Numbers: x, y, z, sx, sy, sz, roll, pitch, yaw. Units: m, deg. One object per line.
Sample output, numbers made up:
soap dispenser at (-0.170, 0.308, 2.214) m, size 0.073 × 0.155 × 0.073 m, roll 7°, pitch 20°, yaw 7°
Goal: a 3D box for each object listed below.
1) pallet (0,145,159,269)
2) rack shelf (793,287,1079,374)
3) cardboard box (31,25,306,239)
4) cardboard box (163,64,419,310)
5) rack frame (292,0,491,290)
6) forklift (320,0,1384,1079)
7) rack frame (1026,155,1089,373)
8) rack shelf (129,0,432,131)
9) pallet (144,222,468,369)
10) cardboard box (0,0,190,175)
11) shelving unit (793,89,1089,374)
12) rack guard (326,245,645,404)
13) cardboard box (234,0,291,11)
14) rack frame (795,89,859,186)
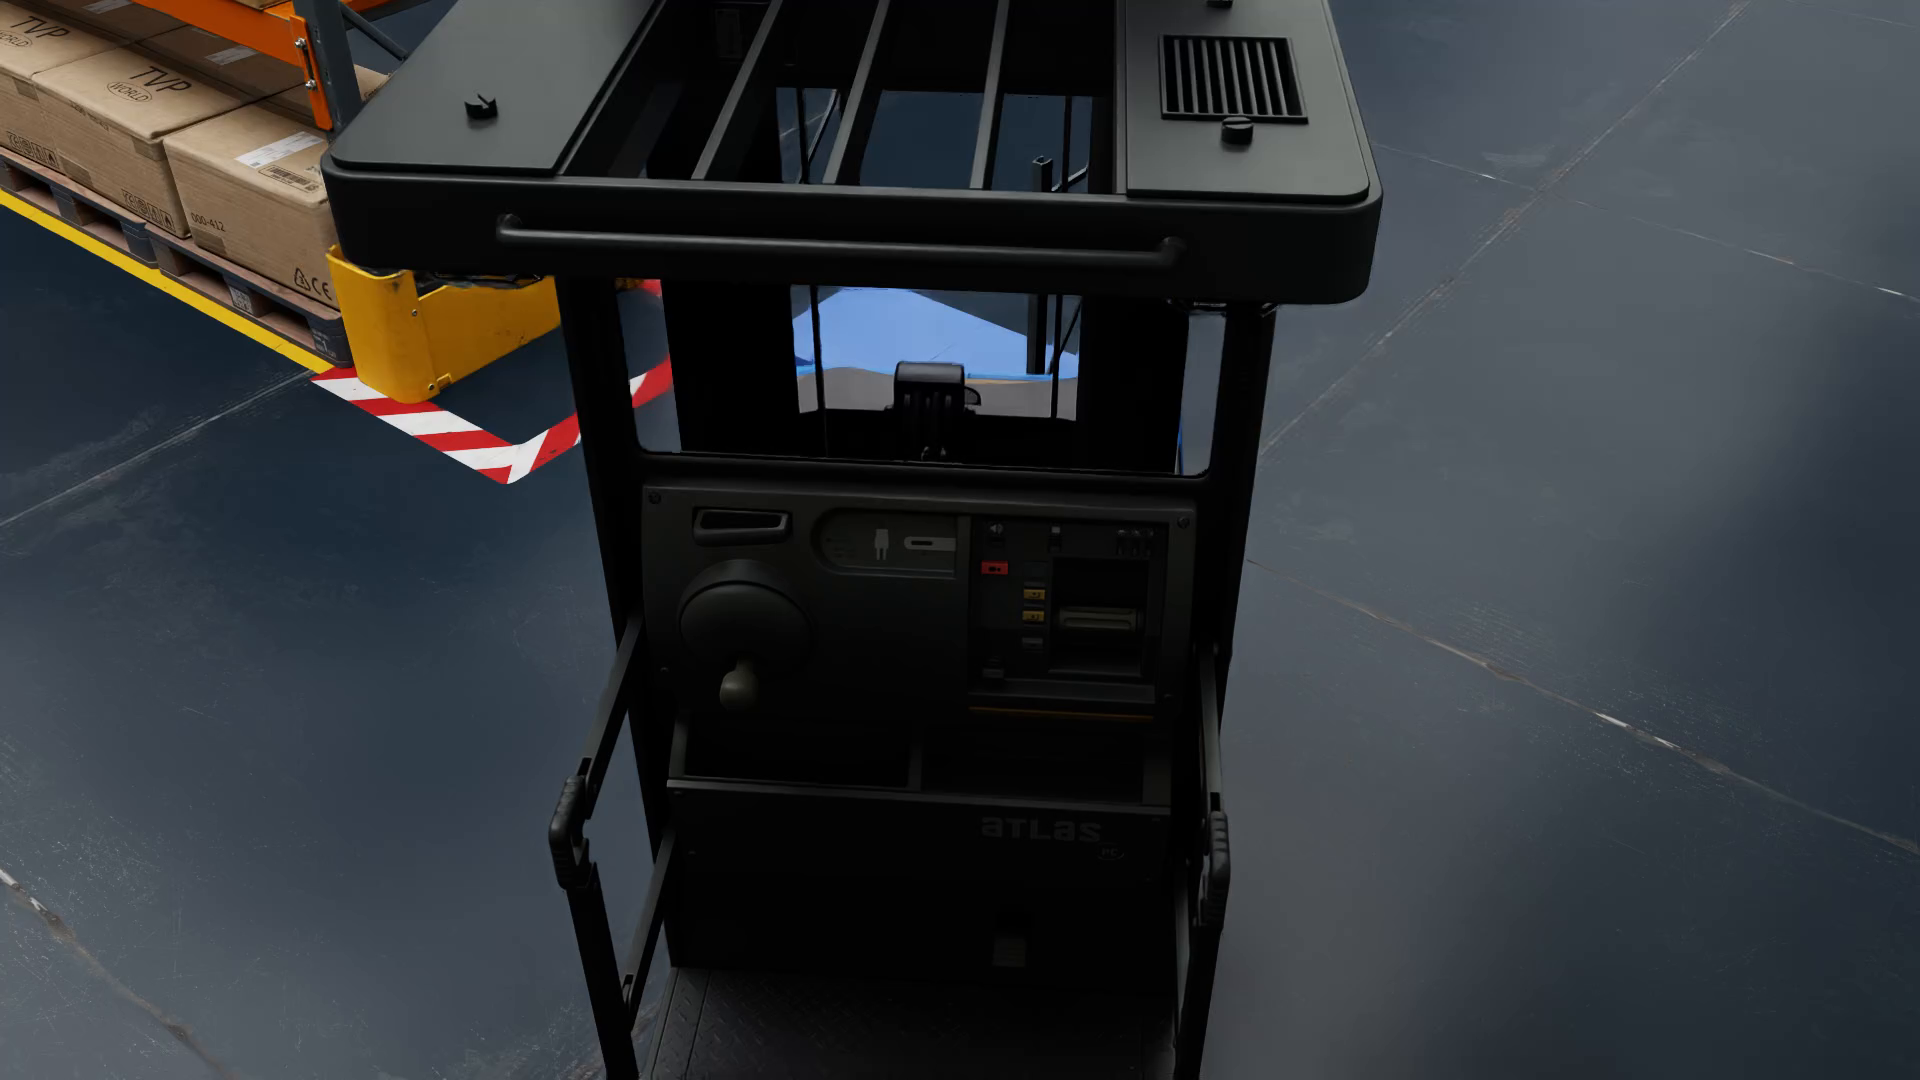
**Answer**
pallet at (-3.375, -1.622, 7.151) m, size 1.213 × 0.211 × 1.003 m, roll 25°, pitch 45°, yaw 29°
rack shelf at (-0.068, -0.481, 4.939) m, size 1.000 × 0.185 × 0.538 m, roll 25°, pitch 45°, yaw 29°
cardboard box at (-3.045, -1.695, 6.720) m, size 0.875 × 0.438 × 0.875 m, roll 27°, pitch 45°, yaw 30°
cardboard box at (-2.312, -1.357, 6.287) m, size 0.875 × 0.438 × 0.875 m, roll 24°, pitch 44°, yaw 27°
rack frame at (-1.728, -2.002, 5.374) m, size 0.127 × 3.000 × 1.000 m, roll 25°, pitch 45°, yaw 29°
forklift at (-0.088, 0.179, 2.644) m, size 1.130 × 2.935 × 3.031 m, roll 3°, pitch 38°, yaw 3°
rack frame at (0.336, -0.432, 4.585) m, size 0.032 × 1.500 × 0.500 m, roll 25°, pitch 45°, yaw 29°
rack shelf at (-3.316, -2.468, 6.552) m, size 4.000 × 0.370 × 1.077 m, roll 25°, pitch 45°, yaw 29°
pallet at (-2.410, -1.165, 6.567) m, size 1.213 × 0.211 × 1.003 m, roll 25°, pitch 45°, yaw 29°
cardboard box at (-3.760, -2.034, 7.152) m, size 0.875 × 0.438 × 0.875 m, roll 24°, pitch 44°, yaw 27°
shelving unit at (-0.068, -0.622, 4.828) m, size 1.048 × 1.500 × 0.538 m, roll 25°, pitch 45°, yaw 29°
rack guard at (-1.708, -1.009, 6.133) m, size 0.348 × 0.500 × 1.175 m, roll 25°, pitch 45°, yaw 29°
cardboard box at (-2.271, -2.092, 5.408) m, size 0.500 × 0.500 × 0.500 m, roll 26°, pitch 45°, yaw 29°
rack frame at (-0.472, -0.813, 5.072) m, size 0.032 × 1.500 × 0.500 m, roll 25°, pitch 45°, yaw 29°
